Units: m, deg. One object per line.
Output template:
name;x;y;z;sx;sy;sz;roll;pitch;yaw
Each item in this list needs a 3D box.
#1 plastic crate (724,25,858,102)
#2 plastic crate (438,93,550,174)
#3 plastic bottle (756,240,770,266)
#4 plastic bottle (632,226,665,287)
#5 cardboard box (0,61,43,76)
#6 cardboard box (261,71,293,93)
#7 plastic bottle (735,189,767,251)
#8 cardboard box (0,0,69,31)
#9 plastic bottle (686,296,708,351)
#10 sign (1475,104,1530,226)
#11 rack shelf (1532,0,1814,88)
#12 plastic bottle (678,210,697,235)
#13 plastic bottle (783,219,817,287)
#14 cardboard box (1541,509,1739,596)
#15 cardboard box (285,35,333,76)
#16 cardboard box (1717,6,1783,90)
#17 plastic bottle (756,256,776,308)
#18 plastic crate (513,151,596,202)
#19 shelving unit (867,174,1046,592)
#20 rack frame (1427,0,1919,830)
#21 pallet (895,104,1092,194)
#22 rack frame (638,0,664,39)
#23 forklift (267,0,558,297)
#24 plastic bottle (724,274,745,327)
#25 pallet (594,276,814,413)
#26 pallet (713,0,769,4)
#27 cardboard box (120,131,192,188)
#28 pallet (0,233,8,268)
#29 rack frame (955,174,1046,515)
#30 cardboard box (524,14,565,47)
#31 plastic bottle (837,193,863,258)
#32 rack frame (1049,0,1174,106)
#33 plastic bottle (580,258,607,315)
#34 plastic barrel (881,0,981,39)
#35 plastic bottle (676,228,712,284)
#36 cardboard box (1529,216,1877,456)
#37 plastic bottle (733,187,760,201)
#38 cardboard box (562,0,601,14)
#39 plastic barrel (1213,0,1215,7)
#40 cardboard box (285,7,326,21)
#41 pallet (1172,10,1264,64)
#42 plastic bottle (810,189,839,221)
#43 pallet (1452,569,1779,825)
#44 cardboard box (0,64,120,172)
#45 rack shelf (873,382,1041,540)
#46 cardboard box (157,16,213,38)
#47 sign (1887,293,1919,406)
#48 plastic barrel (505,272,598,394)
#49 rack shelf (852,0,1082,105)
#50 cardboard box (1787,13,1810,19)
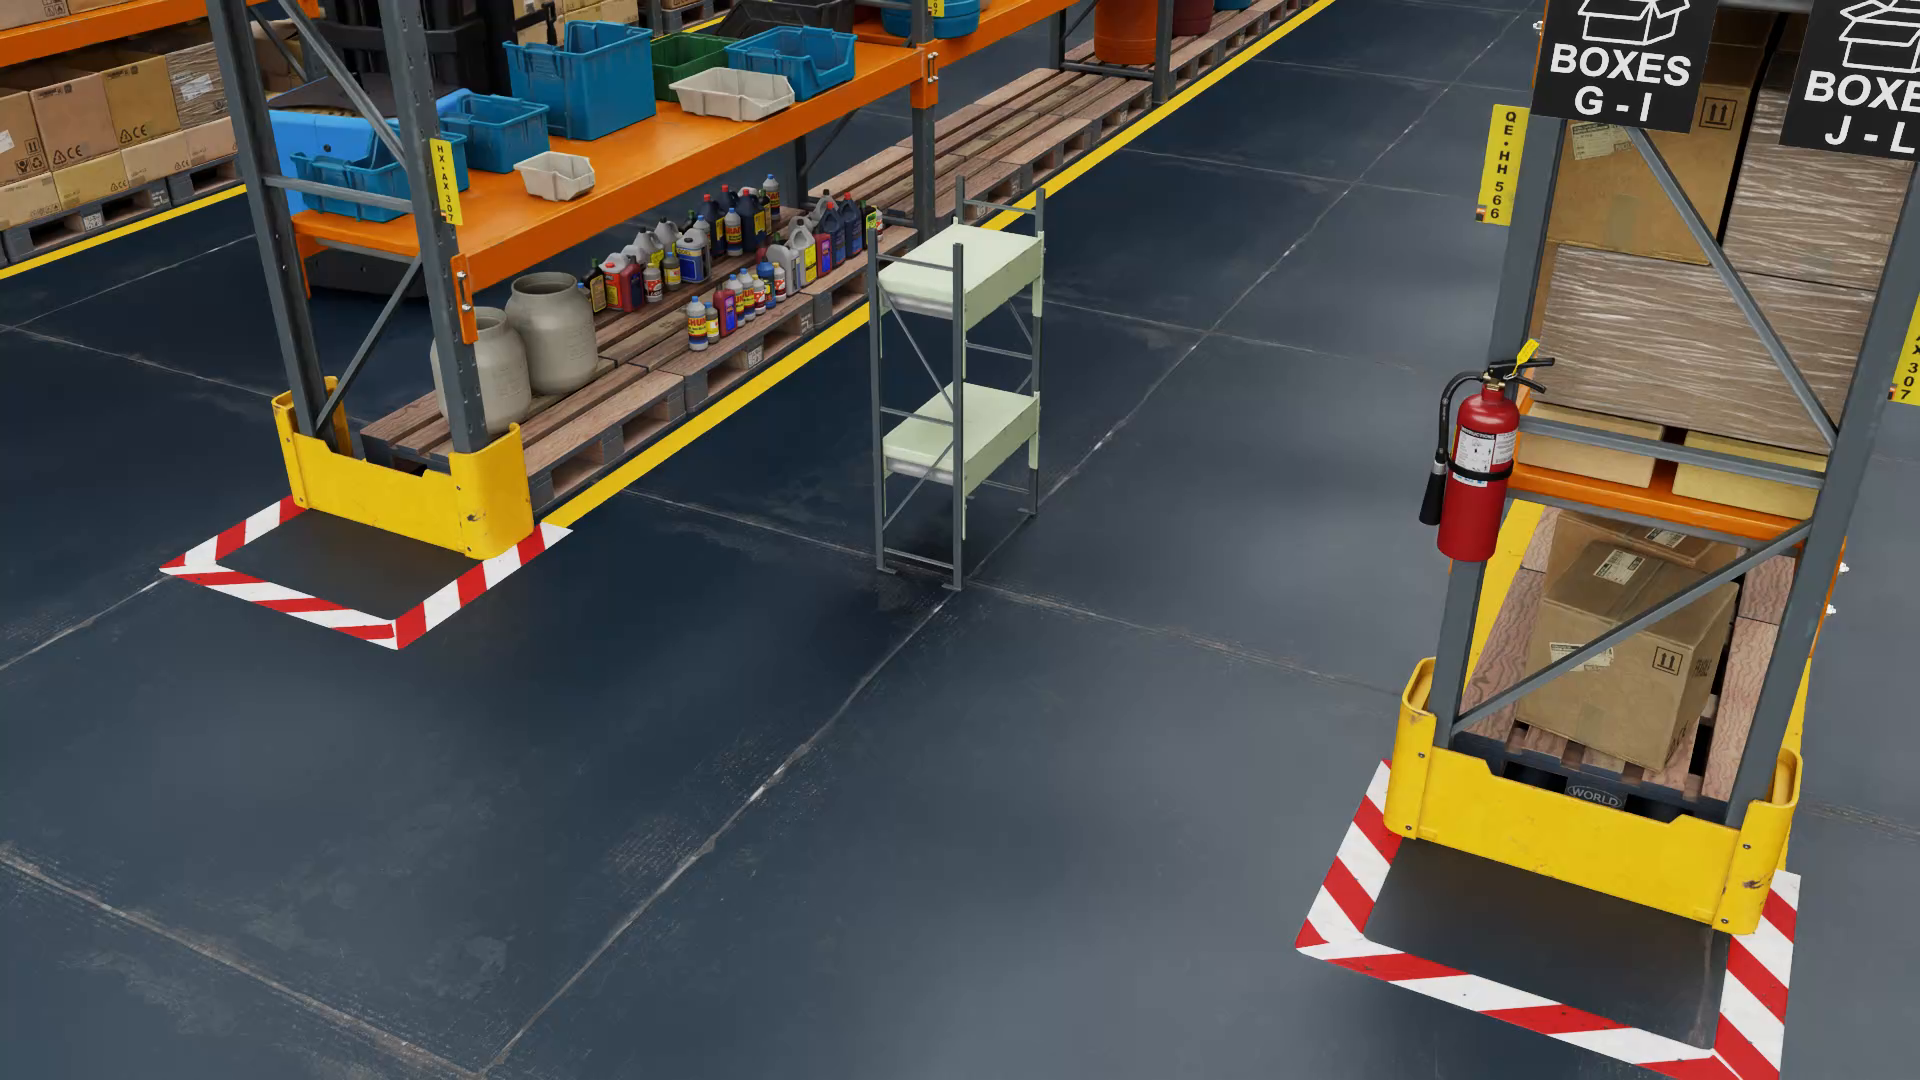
plastic crate;-0.884;-2.526;8.785;0.499;0.251;0.616;14;33;23
plastic crate;-2.181;-1.881;7.662;0.499;0.251;0.408;14;33;23
plastic bottle;-1.066;-1.529;9.186;0.061;0.283;0.133;14;33;23
plastic bottle;-1.723;-1.566;9.183;0.144;0.351;0.185;16;33;25
cardboard box;-6.201;-2.782;10.670;0.500;0.500;0.500;14;33;23
cardboard box;-5.099;-3.507;12.684;0.500;0.250;0.500;14;33;23
plastic bottle;-1.230;-1.888;9.744;0.144;0.351;0.185;14;33;23
cardboard box;-5.925;-3.429;10.108;0.700;0.500;0.500;15;33;25
plastic bottle;-1.340;-1.110;8.468;0.097;0.271;0.097;0;30;0
sign;1.480;-1.019;4.533;0.100;0.325;0.005;14;33;23
rack shelf;2.877;-2.121;5.641;1.077;0.370;4.000;14;33;23
plastic bottle;-1.557;-1.744;9.561;0.061;0.283;0.133;16;33;25
plastic bottle;-0.893;-1.605;9.251;0.144;0.351;0.185;14;33;23
cardboard box;2.507;0.111;6.133;0.500;0.500;0.500;24;38;36
cardboard box;-4.619;-3.627;12.330;0.500;0.311;0.500;14;33;23
cardboard box;2.449;-1.595;5.613;0.500;0.500;0.500;14;33;23
plastic bottle;-1.046;-1.396;8.966;0.097;0.271;0.097;0;30;0
plastic crate;-1.750;-1.578;7.251;0.298;0.136;0.250;14;33;23
shelving unit;-0.003;-0.647;6.871;0.431;1.500;0.755;14;33;23
rack frame;1.965;-0.245;4.665;1.000;3.000;0.127;14;33;23
pallet;0.256;-2.833;11.971;1.003;0.211;1.213;14;33;23
rack frame;-3.207;-6.041;14.757;1.000;3.000;0.127;14;33;23
forklift;-3.113;-3.381;10.194;1.130;2.935;3.031;9;31;15
plastic bottle;-1.184;-1.262;8.733;0.097;0.271;0.097;0;30;0
pallet;-1.519;-1.102;8.957;1.003;0.211;1.213;14;33;23
pallet;-2.277;-5.693;16.951;1.003;0.211;1.213;14;33;23
cardboard box;-5.497;-2.558;11.031;0.500;0.250;0.500;14;33;23
pallet;-6.540;-1.634;9.883;1.003;0.211;1.213;14;33;23
rack frame;0.164;-0.810;7.154;0.400;1.500;0.023;14;33;23
cardboard box;-3.693;-4.290;14.049;0.500;0.250;0.500;15;33;24
plastic bottle;-0.658;-1.833;9.649;0.144;0.351;0.185;13;32;22
rack frame;1.201;-4.915;12.798;1.000;3.000;0.127;14;33;23
plastic bottle;-1.960;-1.351;8.877;0.061;0.283;0.133;15;33;24
plastic barrel;-0.176;-3.462;9.763;0.600;0.901;0.708;14;33;23
plastic bottle;-1.495;-1.594;9.306;0.152;0.276;0.135;14;33;23
cardboard box;2.240;-0.655;4.980;0.875;0.500;0.500;14;33;23
plastic bottle;-1.280;-1.961;9.945;0.152;0.276;0.135;16;33;25
cardboard box;-3.458;-4.754;14.292;0.500;0.311;0.500;14;33;23
plastic barrel;2.100;-5.011;15.040;0.421;0.512;0.421;0;30;0
cardboard box;-4.869;-3.977;12.940;0.500;0.311;0.500;15;33;25
pallet;2.080;-4.604;15.055;1.003;0.211;1.213;14;33;23
plastic bottle;-0.787;-1.866;9.706;0.144;0.351;0.185;14;33;23
pallet;2.402;0.578;6.031;1.003;0.211;1.213;14;33;23
cardboard box;-5.724;-2.661;10.458;0.500;0.500;0.500;14;33;23
rack shelf;-0.003;-0.365;7.034;0.431;0.370;0.720;14;33;23
cardboard box;-5.519;-3.448;11.828;0.500;0.500;0.500;14;33;23
sign;2.449;-0.498;4.235;0.100;0.325;0.005;14;33;23
plastic barrel;-1.984;-1.004;8.062;0.421;0.512;0.421;0;30;0
rack shelf;0.290;-3.717;11.433;1.077;0.370;4.000;14;33;23
cardboard box;2.919;-1.475;5.404;0.500;0.500;0.500;14;33;23
